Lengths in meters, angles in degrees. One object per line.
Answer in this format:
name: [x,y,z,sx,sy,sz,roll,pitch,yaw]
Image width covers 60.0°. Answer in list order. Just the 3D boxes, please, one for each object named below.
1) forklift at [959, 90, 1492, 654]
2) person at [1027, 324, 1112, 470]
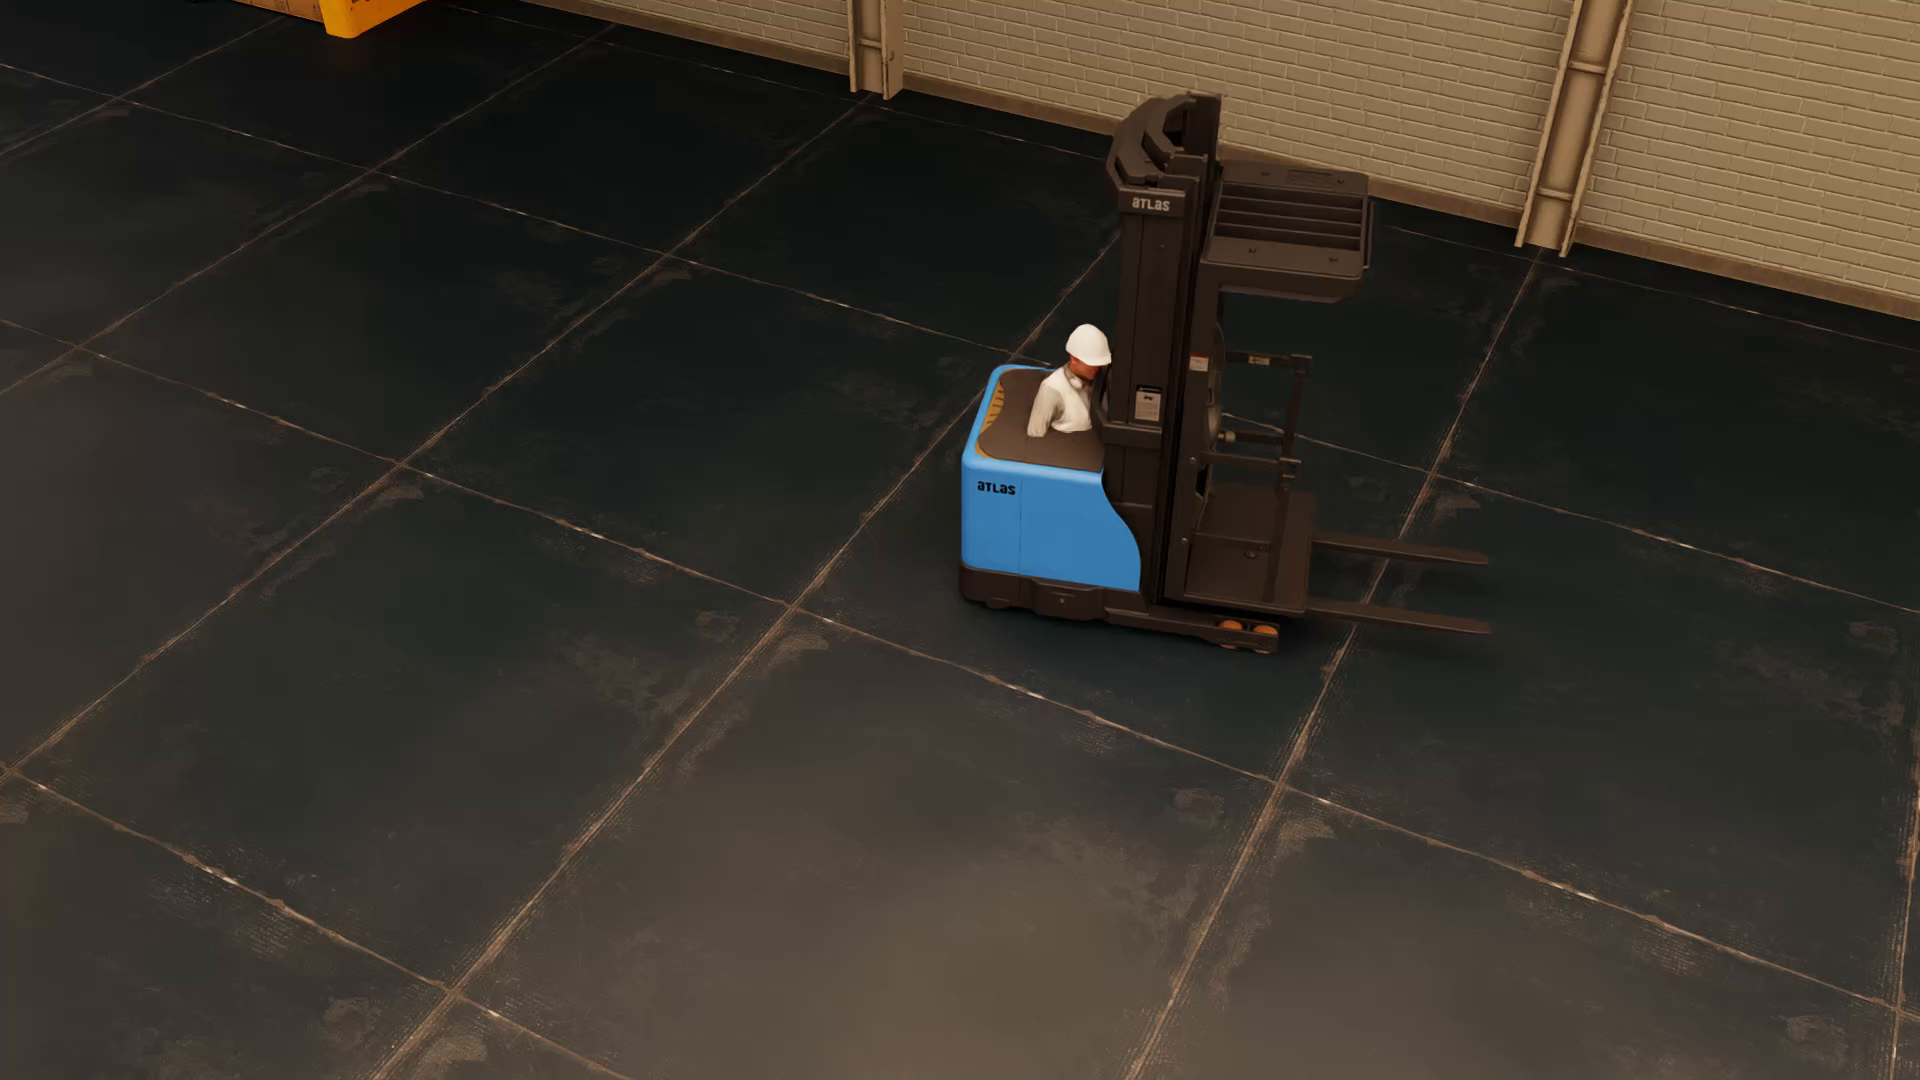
forklift: [1.565,-0.849,8.994,3.031,2.935,1.130,8,41,9]
person: [0.755,-0.433,9.463,0.786,1.701,0.655,-23,45,-25]
